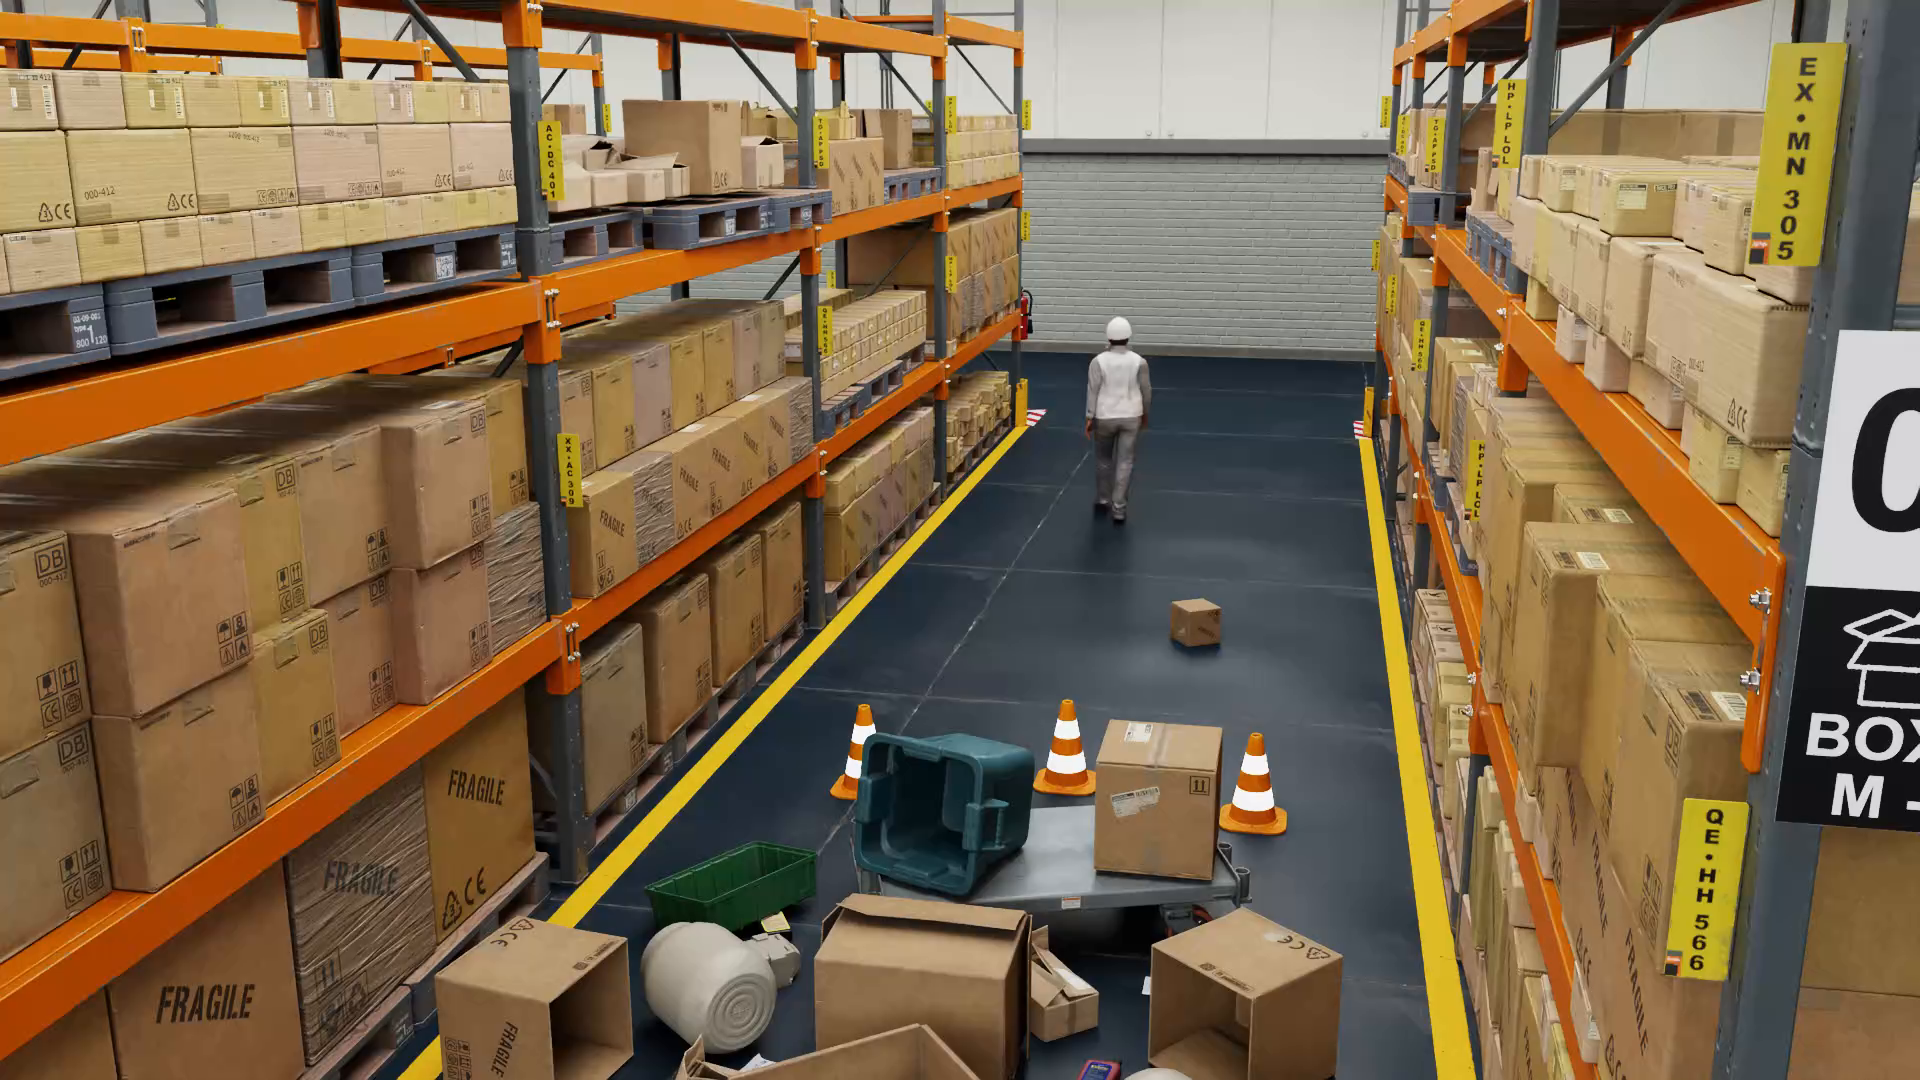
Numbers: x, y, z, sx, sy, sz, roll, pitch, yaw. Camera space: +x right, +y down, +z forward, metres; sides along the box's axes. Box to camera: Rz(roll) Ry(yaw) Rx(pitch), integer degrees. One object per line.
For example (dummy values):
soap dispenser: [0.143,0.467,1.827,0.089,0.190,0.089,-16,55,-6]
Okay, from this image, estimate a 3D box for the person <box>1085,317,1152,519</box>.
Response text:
person: [1.396,-1.091,14.654,0.570,1.770,0.858,2,15,6]
